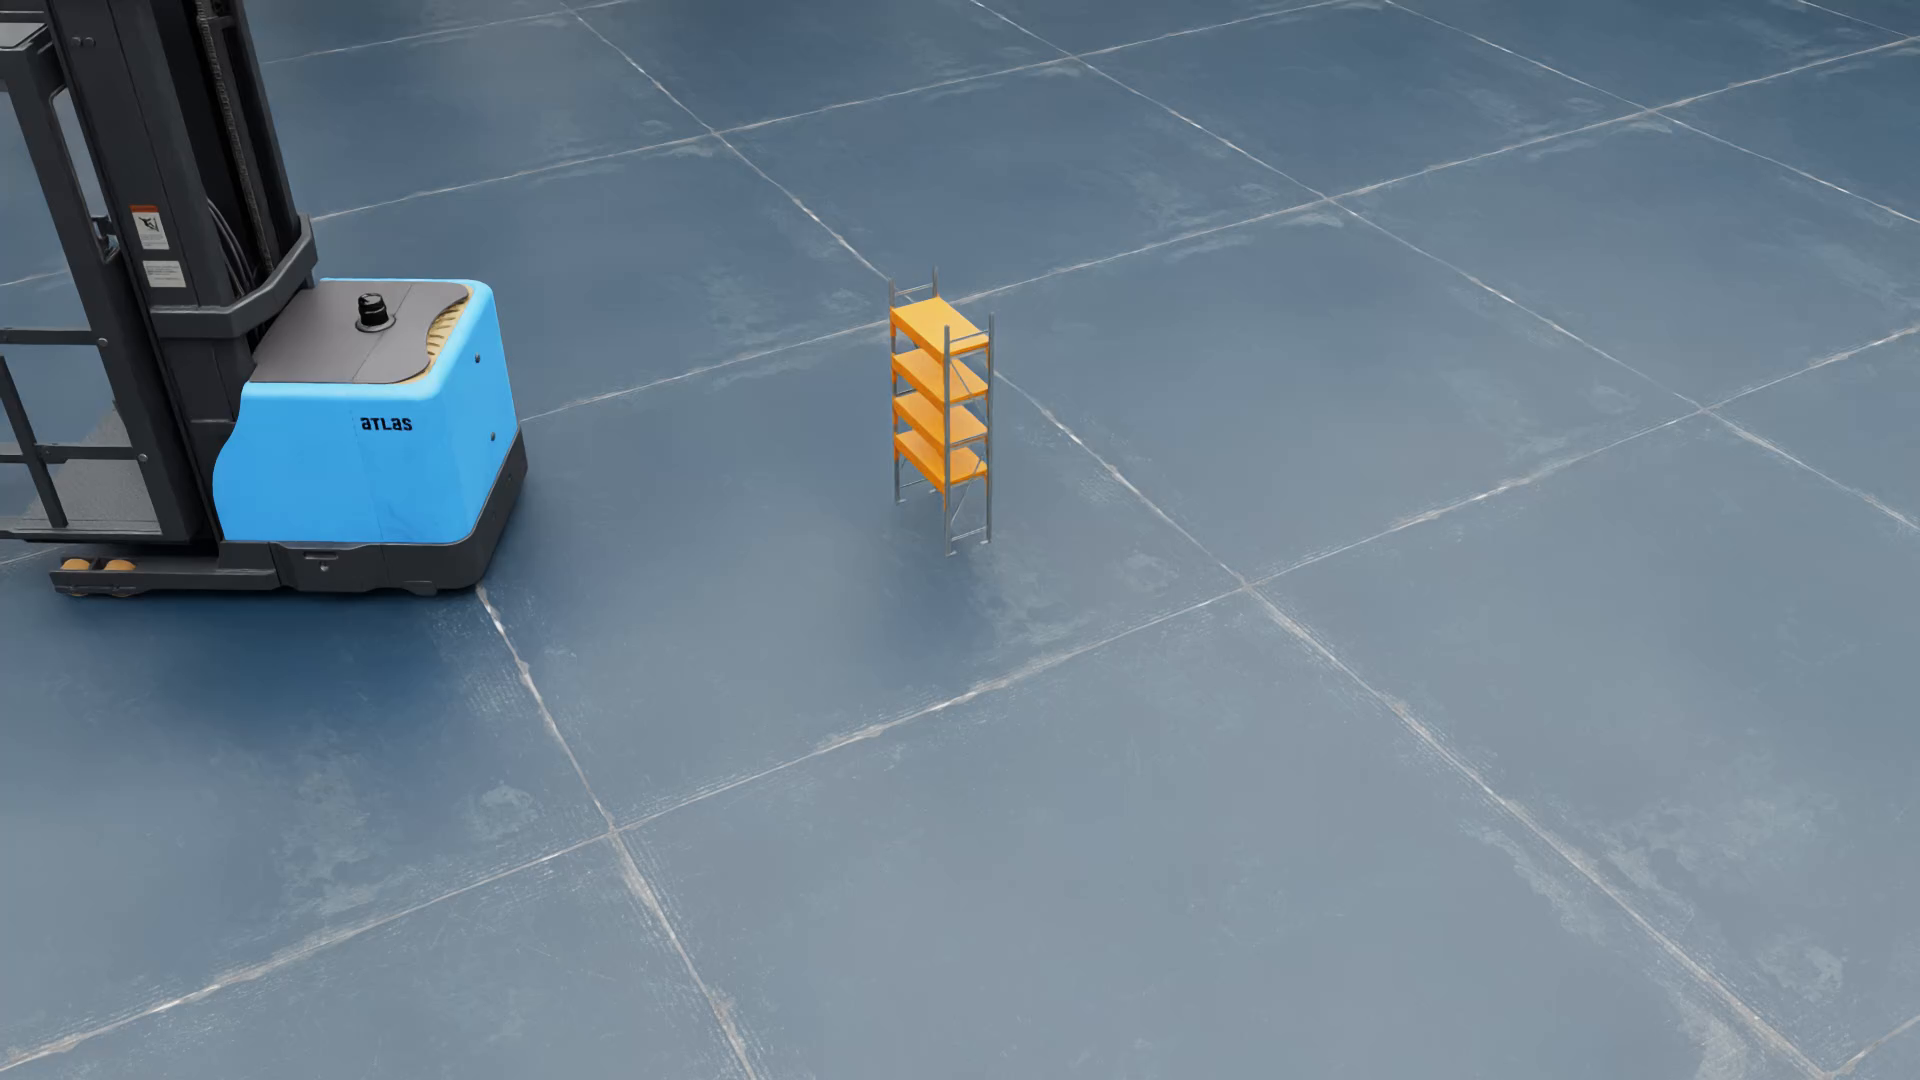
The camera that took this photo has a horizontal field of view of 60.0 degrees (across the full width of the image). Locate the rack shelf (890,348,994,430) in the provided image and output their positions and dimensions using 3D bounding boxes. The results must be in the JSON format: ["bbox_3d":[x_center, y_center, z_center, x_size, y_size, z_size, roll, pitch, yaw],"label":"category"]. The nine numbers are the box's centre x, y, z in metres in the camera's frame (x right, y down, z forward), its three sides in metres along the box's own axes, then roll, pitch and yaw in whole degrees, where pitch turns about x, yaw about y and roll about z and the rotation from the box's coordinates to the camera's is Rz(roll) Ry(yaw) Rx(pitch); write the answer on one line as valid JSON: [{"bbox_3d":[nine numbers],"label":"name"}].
[{"bbox_3d":[-0.083,-0.695,7.419,0.258,0.148,0.480,-19,40,-24],"label":"rack shelf"}]

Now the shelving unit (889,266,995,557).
[{"bbox_3d":[-0.083,-0.569,7.512,0.258,1.200,0.503,-19,40,-24],"label":"shelving unit"}]

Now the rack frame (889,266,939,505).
[{"bbox_3d":[-0.206,-0.693,7.682,0.240,1.200,0.015,-19,40,-24],"label":"rack frame"}]

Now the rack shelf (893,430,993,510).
[{"bbox_3d":[-0.083,-0.354,7.668,0.258,0.148,0.480,-19,40,-24],"label":"rack shelf"}]

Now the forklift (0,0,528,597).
[{"bbox_3d":[-3.629,-1.241,6.965,3.031,2.935,1.130,1,36,1],"label":"forklift"}]

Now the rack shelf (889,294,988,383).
[{"bbox_3d":[-0.083,-0.886,7.280,0.258,0.148,0.480,-19,40,-24],"label":"rack shelf"}]

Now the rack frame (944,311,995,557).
[{"bbox_3d":[0.039,-0.445,7.341,0.240,1.200,0.015,-19,40,-24],"label":"rack frame"}]

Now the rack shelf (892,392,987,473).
[{"bbox_3d":[-0.083,-0.515,7.551,0.258,0.148,0.480,-19,40,-24],"label":"rack shelf"}]
